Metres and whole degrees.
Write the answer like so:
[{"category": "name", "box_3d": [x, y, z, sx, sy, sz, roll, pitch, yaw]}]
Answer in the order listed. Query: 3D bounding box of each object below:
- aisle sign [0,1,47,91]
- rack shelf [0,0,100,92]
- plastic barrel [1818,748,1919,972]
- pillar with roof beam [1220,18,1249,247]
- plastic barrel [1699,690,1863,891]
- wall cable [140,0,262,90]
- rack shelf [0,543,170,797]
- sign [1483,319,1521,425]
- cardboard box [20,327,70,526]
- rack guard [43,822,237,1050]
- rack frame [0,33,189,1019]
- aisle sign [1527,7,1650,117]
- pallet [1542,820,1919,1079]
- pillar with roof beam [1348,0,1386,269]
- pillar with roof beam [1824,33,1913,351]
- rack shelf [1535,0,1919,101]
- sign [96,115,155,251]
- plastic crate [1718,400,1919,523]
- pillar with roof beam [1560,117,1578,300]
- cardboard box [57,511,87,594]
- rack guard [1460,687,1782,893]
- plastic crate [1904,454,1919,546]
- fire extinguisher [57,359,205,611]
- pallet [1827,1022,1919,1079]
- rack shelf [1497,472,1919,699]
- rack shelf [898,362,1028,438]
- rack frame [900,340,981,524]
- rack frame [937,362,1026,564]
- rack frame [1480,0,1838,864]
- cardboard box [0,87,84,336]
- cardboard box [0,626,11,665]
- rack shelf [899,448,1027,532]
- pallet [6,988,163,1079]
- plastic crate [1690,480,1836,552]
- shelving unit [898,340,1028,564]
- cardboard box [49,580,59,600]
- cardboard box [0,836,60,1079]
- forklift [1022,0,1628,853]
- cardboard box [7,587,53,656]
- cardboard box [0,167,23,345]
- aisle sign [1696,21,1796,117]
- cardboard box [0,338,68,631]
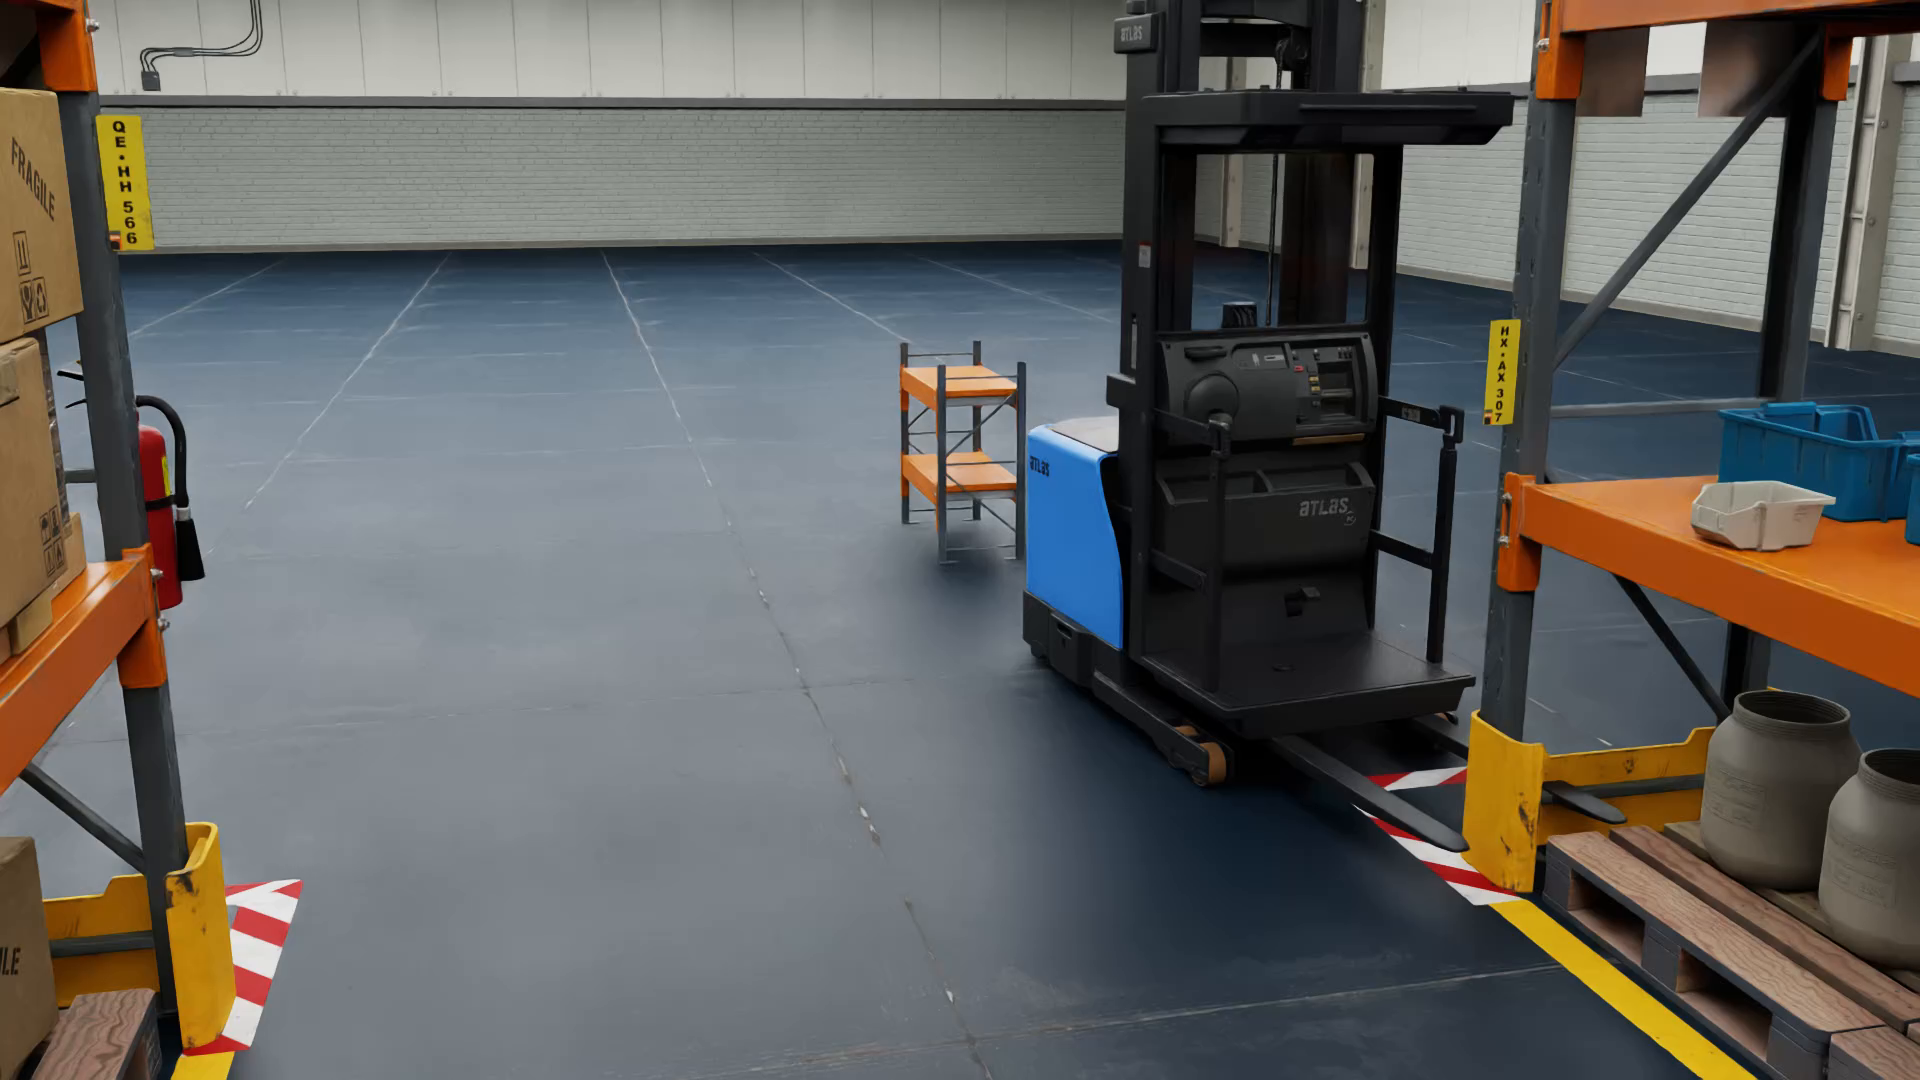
[{"category": "aisle sign", "box_3d": [-2.325, -1.431, 3.987, 0.394, 0.787, 0.004, -3, 14, -13]}, {"category": "rack shelf", "box_3d": [-2.132, -0.784, 2.010, 1.077, 0.370, 4.000, -3, 14, -13]}, {"category": "plastic barrel", "box_3d": [2.559, 0.854, 4.467, 0.421, 0.512, 0.421, 0, 14, 0]}, {"category": "pillar with roof beam", "box_3d": [1.617, -10.447, 33.729, 9.100, 9.000, 0.400, -3, 14, -13]}, {"category": "plastic barrel", "box_3d": [2.441, 0.739, 4.940, 0.421, 0.512, 0.421, 0, 14, 0]}, {"category": "wall cable", "box_3d": [-14.992, -11.863, 32.356, 2.305, 6.003, 0.169, -3, 14, -13]}, {"category": "rack shelf", "box_3d": [-2.132, 0.674, 2.366, 1.077, 0.370, 4.000, -3, 14, -13]}, {"category": "sign", "box_3d": [1.677, -0.518, 5.145, 0.100, 0.325, 0.005, -3, 14, -13]}, {"category": "cardboard box", "box_3d": [-2.500, -0.202, 3.596, 0.875, 0.500, 0.500, -3, 14, -13]}, {"category": "rack guard", "box_3d": [-2.584, 1.094, 4.394, 1.175, 0.500, 0.348, -3, 14, -13]}, {"category": "rack frame", "box_3d": [-2.602, -0.137, 4.169, 1.000, 3.000, 0.127, -3, 14, -13]}, {"category": "aisle sign", "box_3d": [1.911, -1.677, 4.992, 0.394, 0.787, 0.004, -3, 14, -13]}, {"category": "pallet", "box_3d": [2.462, 1.144, 4.801, 1.003, 0.211, 1.213, -3, 14, -13]}, {"category": "pillar with roof beam", "box_3d": [3.026, -9.063, 28.064, 9.100, 9.000, 0.400, -3, 14, -13]}, {"category": "pillar with roof beam", "box_3d": [5.845, -6.295, 16.732, 9.100, 9.000, 0.400, -3, 14, -13]}, {"category": "rack shelf", "box_3d": [2.682, -1.060, 3.140, 1.077, 0.370, 4.000, -3, 14, -13]}, {"category": "sign", "box_3d": [-2.058, -0.880, 4.102, 0.100, 0.325, 0.005, -3, 14, -13]}, {"category": "plastic crate", "box_3d": [2.621, -0.242, 4.912, 0.499, 0.251, 0.616, -3, 14, -13]}, {"category": "pillar with roof beam", "box_3d": [4.436, -7.679, 22.398, 9.100, 9.000, 0.400, -3, 14, -13]}, {"category": "cardboard box", "box_3d": [-2.334, 0.039, 3.977, 0.380, 0.149, 0.250, -3, 14, -13]}, {"category": "rack guard", "box_3d": [2.276, 0.816, 5.535, 1.175, 0.500, 0.348, -3, 14, -13]}, {"category": "plastic crate", "box_3d": [2.768, -0.092, 4.298, 0.499, 0.251, 0.408, -3, 14, -13]}, {"category": "fire extinguisher", "box_3d": [-2.181, -0.152, 4.391, 0.296, 0.674, 0.183, -3, 14, -13]}, {"category": "pallet", "box_3d": [2.745, 1.425, 3.651, 1.003, 0.211, 1.213, -3, 14, -13]}, {"category": "rack shelf", "box_3d": [2.682, 0.397, 3.496, 1.077, 0.370, 4.000, -3, 14, -13]}, {"category": "rack shelf", "box_3d": [0.002, -0.829, 9.718, 0.538, 0.278, 1.000, -3, 14, -13]}, {"category": "rack frame", "box_3d": [-0.118, -0.662, 10.267, 0.500, 1.125, 0.032, -3, 14, -13]}, {"category": "rack frame", "box_3d": [0.121, -0.428, 9.307, 0.500, 1.125, 0.032, -3, 14, -13]}, {"category": "rack frame", "box_3d": [2.212, -0.413, 5.299, 1.000, 3.000, 0.127, -3, 14, -13]}, {"category": "cardboard box", "box_3d": [-2.233, -0.703, 3.540, 0.500, 0.500, 0.500, -3, 14, -13]}, {"category": "cardboard box", "box_3d": [-2.124, 0.210, 3.277, 0.380, 0.149, 0.250, -3, 14, -13]}, {"category": "rack shelf", "box_3d": [0.002, -0.307, 9.845, 0.538, 0.278, 1.000, -3, 14, -13]}, {"category": "pallet", "box_3d": [-2.428, 1.424, 3.653, 1.003, 0.211, 1.213, -3, 14, -13]}, {"category": "plastic crate", "box_3d": [2.110, -0.061, 4.412, 0.298, 0.136, 0.250, -3, 14, -13]}, {"category": "shelving unit", "box_3d": [0.002, -0.545, 9.787, 0.538, 1.125, 1.048, -3, 14, -13]}, {"category": "cardboard box", "box_3d": [-2.276, 0.097, 3.741, 0.380, 0.149, 0.250, -3, 14, -13]}, {"category": "cardboard box", "box_3d": [-2.472, 1.018, 3.822, 0.500, 0.500, 0.500, -1, 14, -3]}, {"category": "forklift", "box_3d": [1.289, -0.618, 6.282, 1.130, 2.935, 3.031, -5, 15, -20]}, {"category": "cardboard box", "box_3d": [-2.168, 0.151, 3.516, 0.380, 0.149, 0.250, -3, 14, -13]}, {"category": "cardboard box", "box_3d": [-2.110, -0.588, 3.069, 0.500, 0.500, 0.500, -3, 14, -13]}, {"category": "aisle sign", "box_3d": [2.484, -1.709, 5.126, 0.394, 0.787, 0.004, -3, 14, -13]}, {"category": "cardboard box", "box_3d": [-2.265, -0.093, 3.151, 0.875, 0.500, 0.500, -3, 14, -13]}]
